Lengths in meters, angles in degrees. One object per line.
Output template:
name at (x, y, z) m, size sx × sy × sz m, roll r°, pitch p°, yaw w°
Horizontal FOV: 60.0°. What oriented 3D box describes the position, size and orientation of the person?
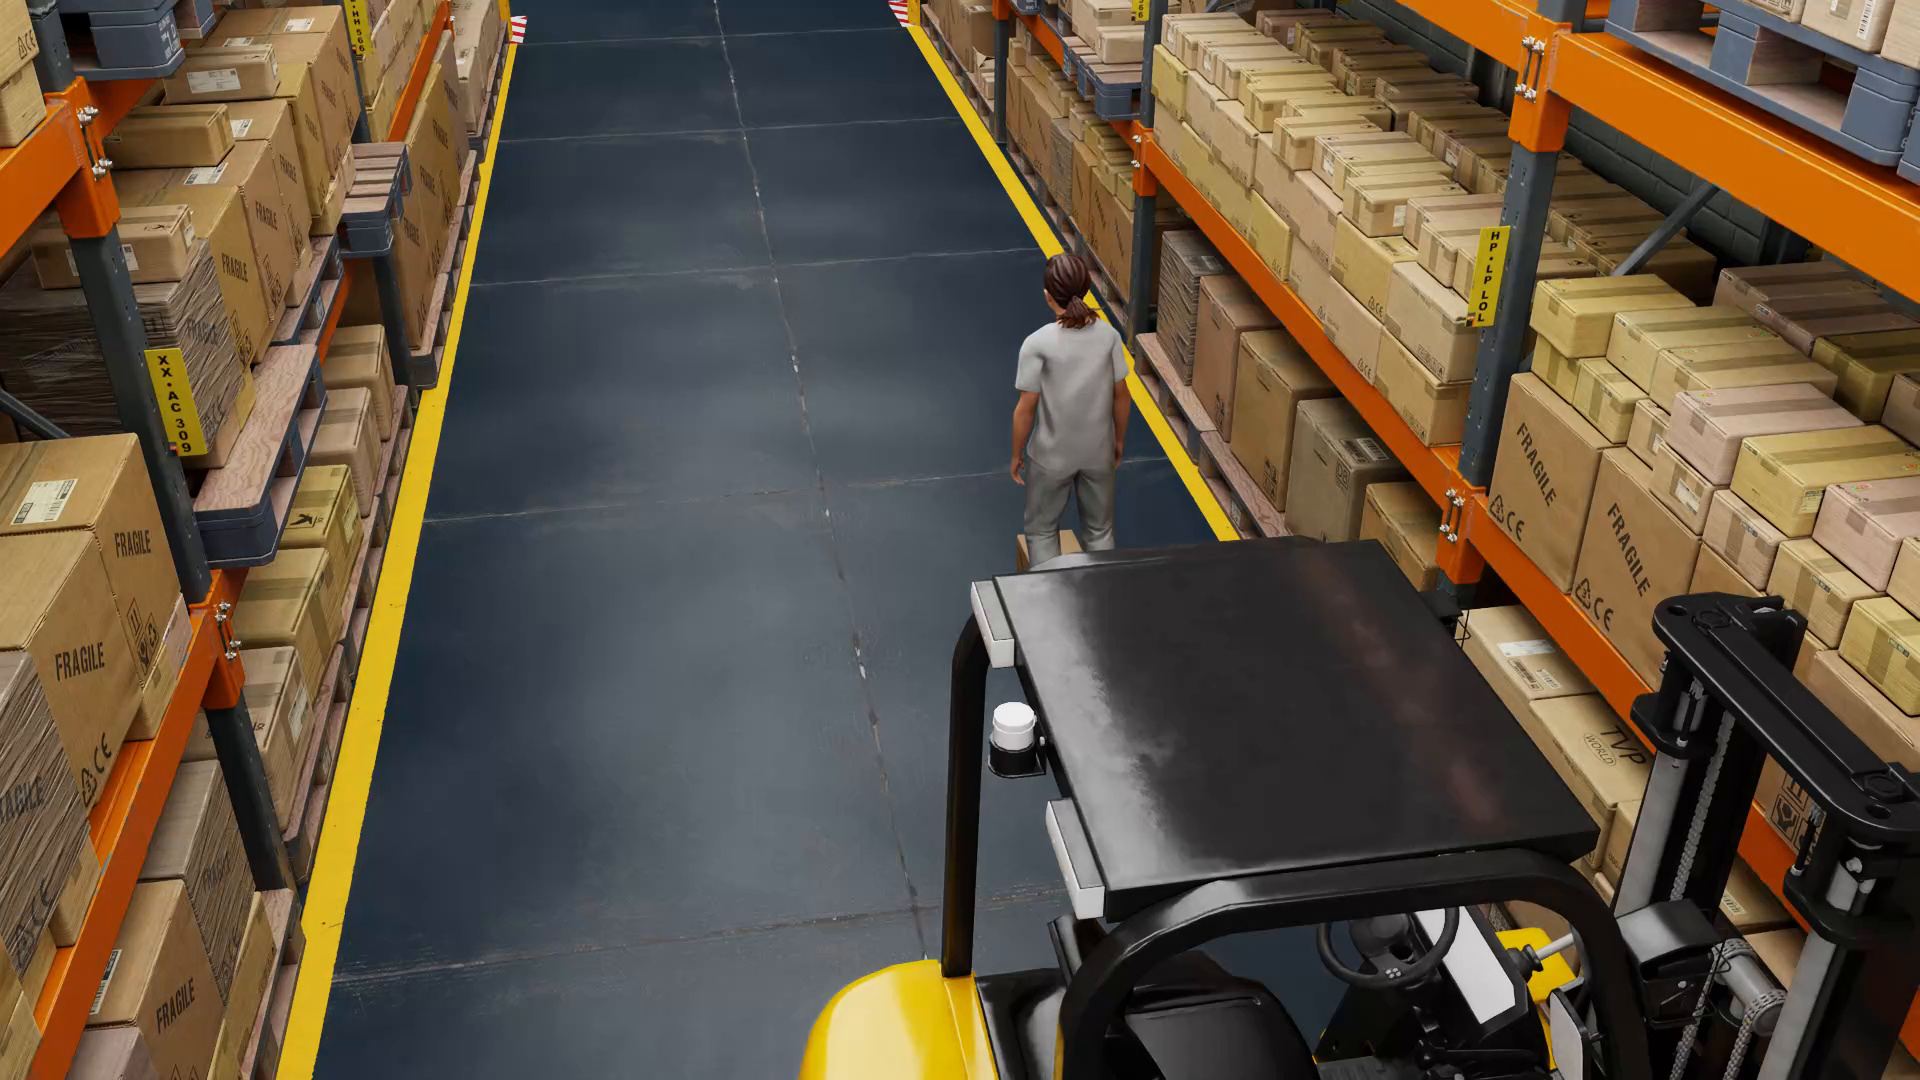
person at (0.449, -0.350, 6.723) m, size 0.513 × 1.671 × 0.359 m, roll -7°, pitch 32°, yaw -12°
